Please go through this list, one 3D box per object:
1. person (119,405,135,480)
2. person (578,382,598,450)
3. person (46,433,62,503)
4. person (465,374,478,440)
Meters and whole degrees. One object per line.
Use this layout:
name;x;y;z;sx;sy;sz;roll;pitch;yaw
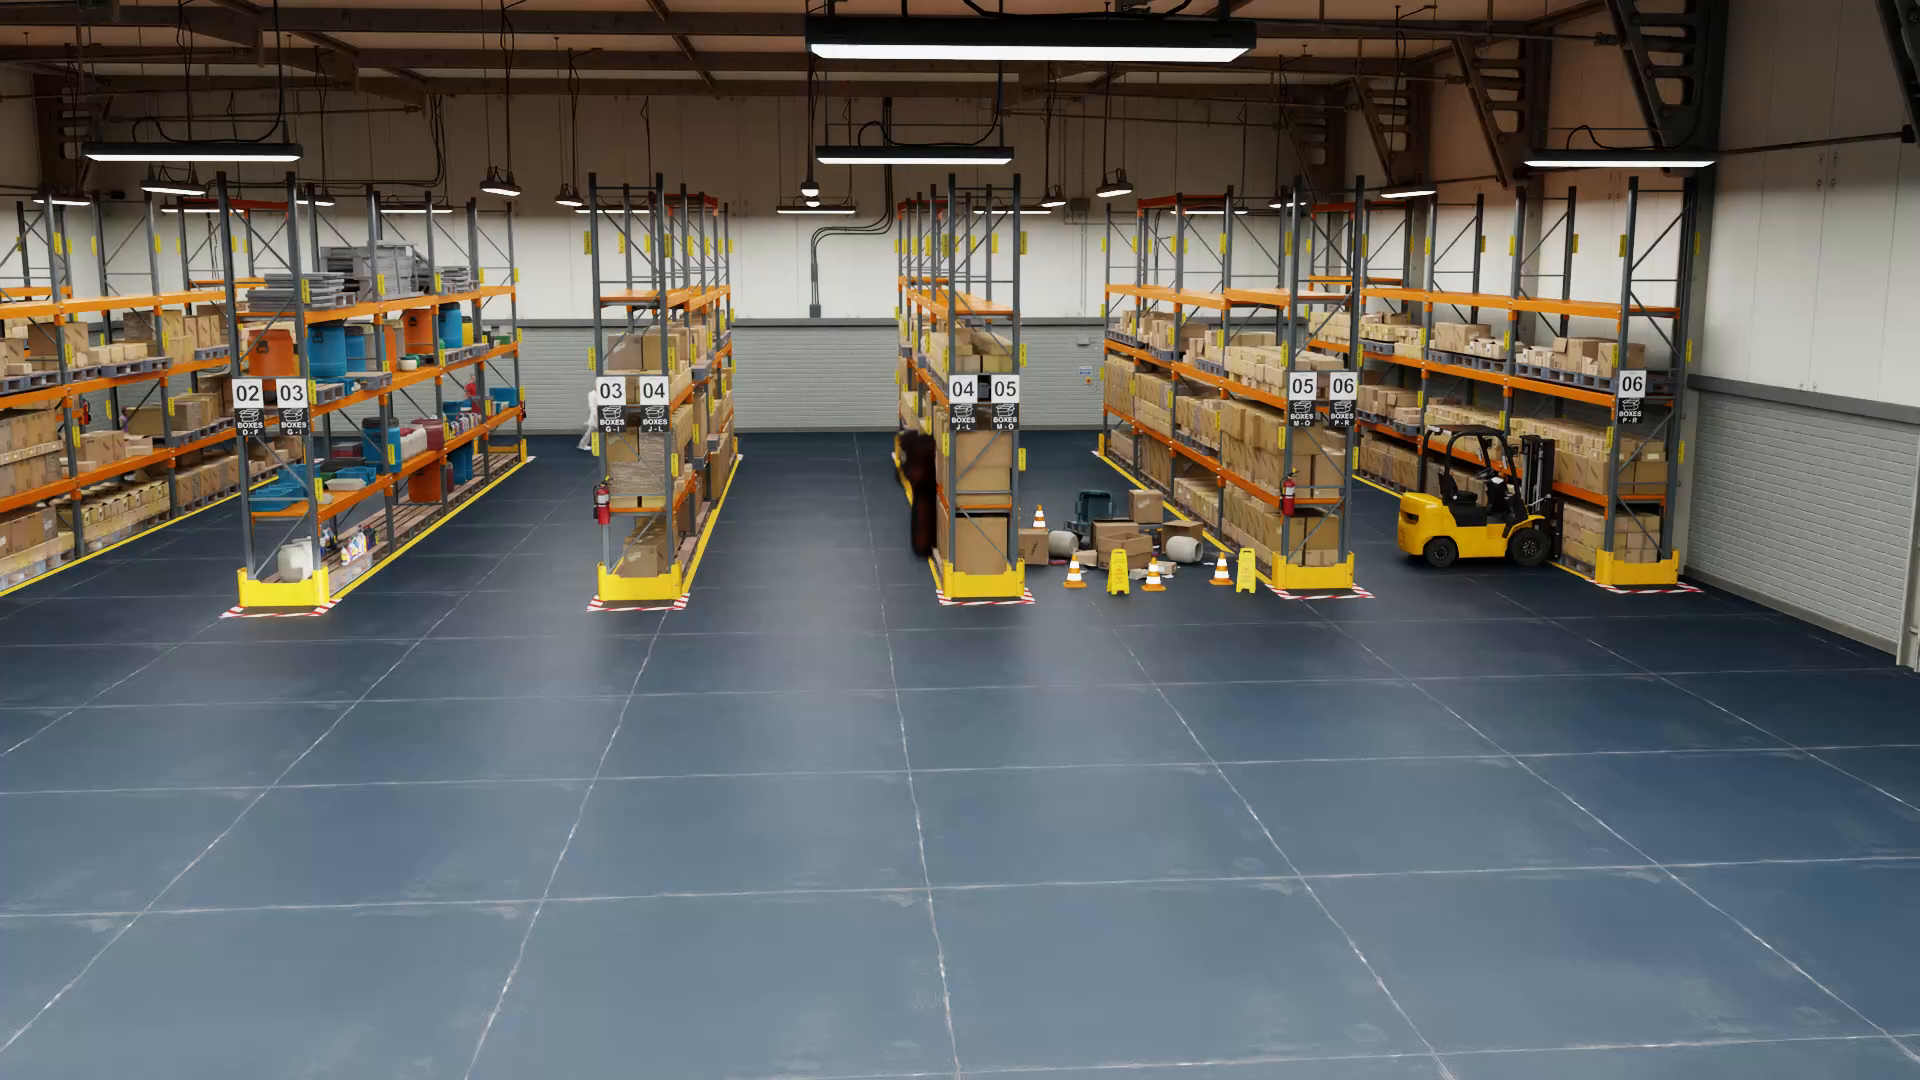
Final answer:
person;-18.098;-2.107;36.200;0.326;1.582;0.481;1;10;5
person;-8.873;-3.064;40.975;1.122;1.727;0.672;1;10;3
person;-17.551;-1.470;32.167;0.395;1.754;0.549;0;10;-2
person;-12.579;-3.465;43.321;0.450;1.737;0.597;1;10;8
